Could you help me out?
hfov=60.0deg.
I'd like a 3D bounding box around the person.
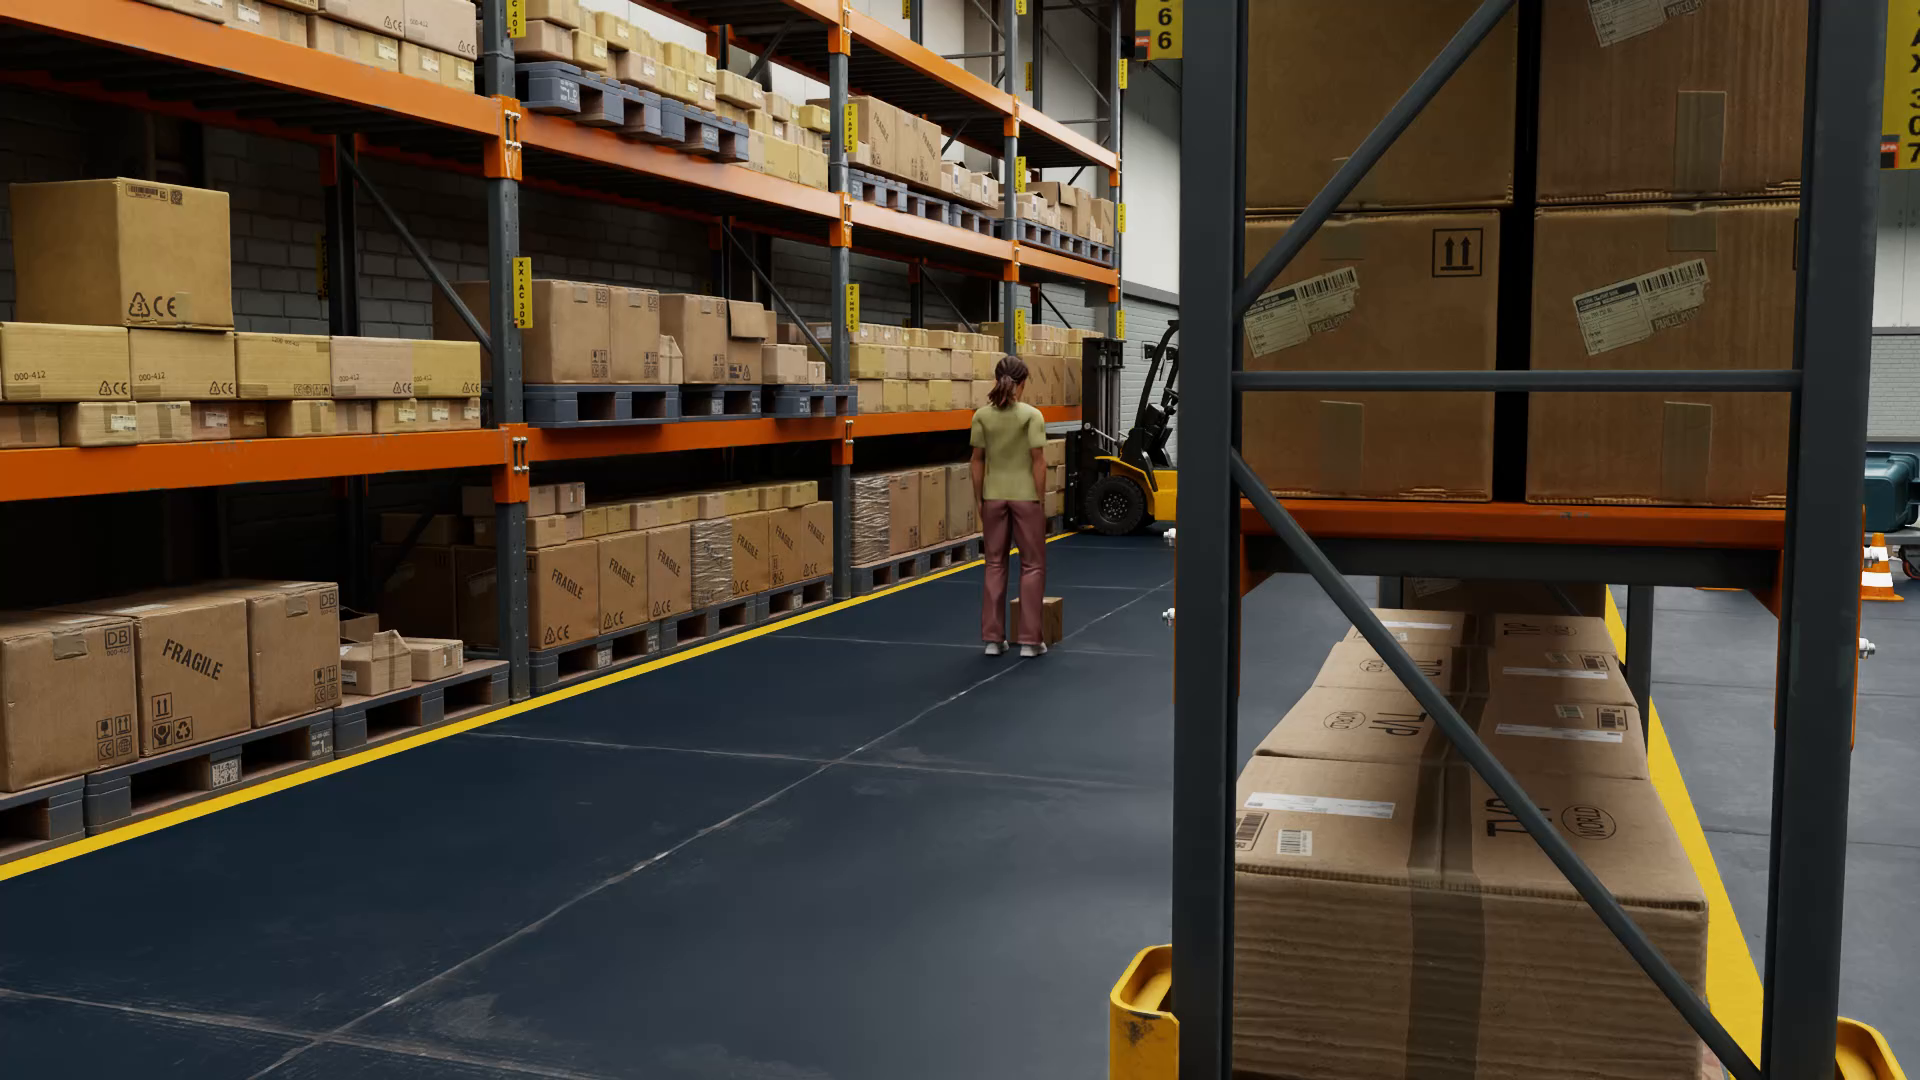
[{"bbox_3d":[0.277,-0.186,9.279,0.447,1.671,0.360,2,6,20],"label":"person"}]
